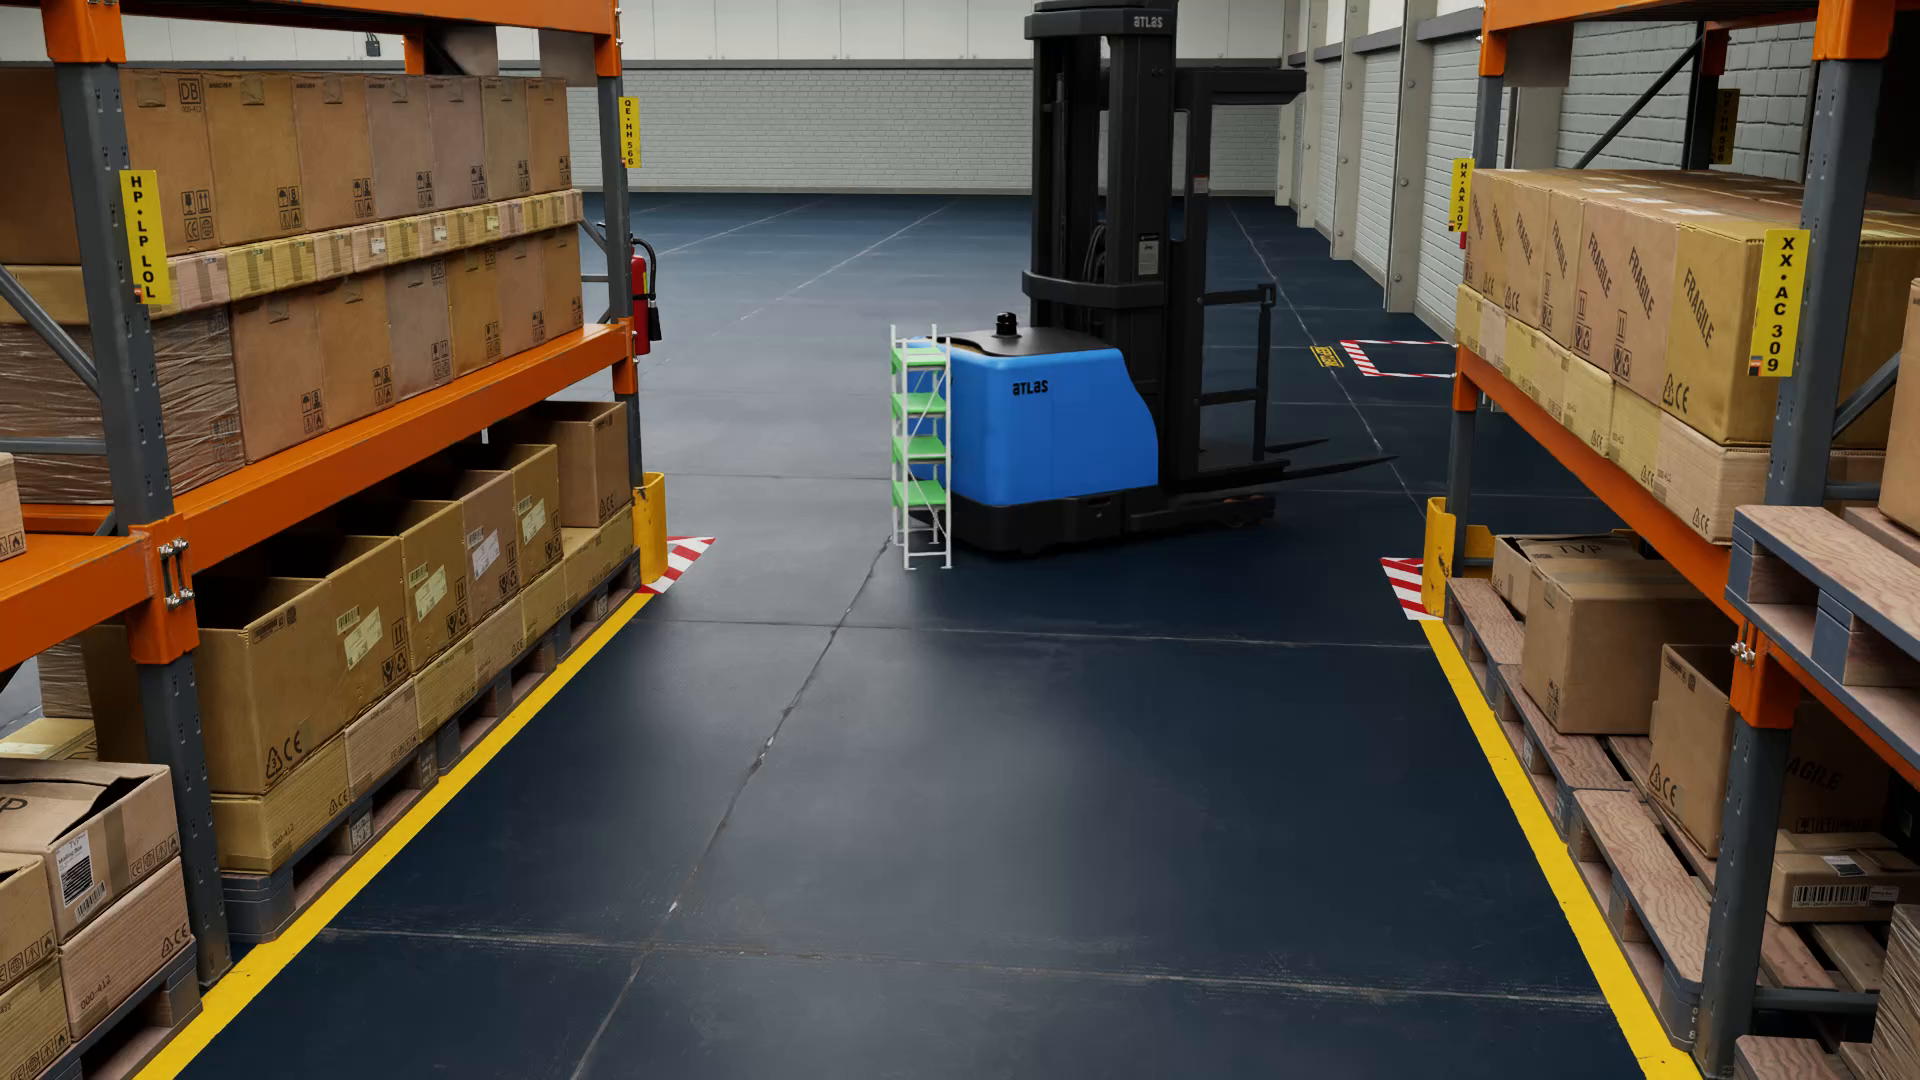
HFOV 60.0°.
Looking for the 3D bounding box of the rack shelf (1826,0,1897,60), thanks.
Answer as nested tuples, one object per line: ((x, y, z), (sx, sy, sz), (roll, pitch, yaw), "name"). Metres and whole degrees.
((2.141, -0.676, 1.548), (1.077, 0.370, 4.000), (2, 15, 6), "rack shelf")

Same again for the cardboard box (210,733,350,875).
((-2.202, 0.774, 5.016), (0.500, 0.250, 0.500), (2, 15, 6), "cardboard box")

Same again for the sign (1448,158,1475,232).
((2.279, -1.566, 7.547), (0.100, 0.325, 0.005), (2, 15, 6), "sign")

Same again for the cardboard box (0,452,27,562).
((-2.568, -0.038, 3.843), (0.500, 0.250, 0.500), (3, 15, 10), "cardboard box")

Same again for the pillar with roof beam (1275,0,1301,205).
((2.706, -11.728, 35.296), (9.100, 9.000, 0.400), (2, 15, 6), "pillar with roof beam")

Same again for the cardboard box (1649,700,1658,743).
((2.567, 0.655, 5.611), (0.380, 0.149, 0.250), (0, 15, 2), "cardboard box")

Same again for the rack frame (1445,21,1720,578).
((2.818, -1.132, 7.601), (1.000, 3.000, 0.127), (2, 15, 6), "rack frame")

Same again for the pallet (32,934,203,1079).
((-2.600, 1.299, 3.953), (1.003, 0.211, 1.213), (2, 15, 6), "pallet")

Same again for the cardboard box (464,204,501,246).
((-2.075, -1.266, 6.662), (0.380, 0.149, 0.250), (2, 15, 8), "cardboard box")

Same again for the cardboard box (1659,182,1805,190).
((2.856, -1.038, 6.067), (0.500, 0.500, 0.500), (1, 15, 5), "cardboard box")

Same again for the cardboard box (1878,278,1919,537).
((2.276, -0.224, 3.209), (0.700, 0.500, 0.500), (2, 15, 6), "cardboard box")

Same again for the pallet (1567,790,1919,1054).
((2.408, 1.077, 4.776), (1.003, 0.211, 1.213), (2, 15, 6), "pallet")

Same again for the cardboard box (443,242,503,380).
((-2.286, -0.939, 6.698), (0.700, 0.500, 0.500), (2, 15, 7), "cardboard box")

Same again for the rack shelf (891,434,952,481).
((-0.206, -0.428, 8.692), (0.258, 0.148, 0.480), (-2, 15, -8), "rack shelf")

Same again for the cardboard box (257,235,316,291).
((-2.249, -0.865, 5.179), (0.380, 0.149, 0.250), (2, 15, 6), "cardboard box")

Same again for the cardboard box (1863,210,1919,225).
((2.690, -0.643, 4.607), (0.500, 0.500, 0.500), (2, 15, 6), "cardboard box")

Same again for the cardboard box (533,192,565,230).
((-1.986, -1.465, 7.401), (0.380, 0.149, 0.250), (2, 15, 8), "cardboard box")

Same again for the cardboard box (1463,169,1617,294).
((2.466, -1.316, 7.095), (0.500, 0.500, 0.500), (2, 15, 6), "cardboard box")

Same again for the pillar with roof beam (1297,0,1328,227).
((2.029, -10.172, 29.541), (9.100, 9.000, 0.400), (2, 15, 6), "pillar with roof beam")

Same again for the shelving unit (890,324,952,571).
((-0.206, -0.490, 8.675), (0.258, 1.200, 0.503), (-2, 15, -8), "shelving unit")

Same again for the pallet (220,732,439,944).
((-2.424, 0.902, 5.422), (1.003, 0.211, 1.213), (2, 15, 6), "pallet")

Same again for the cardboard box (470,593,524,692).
((-2.028, 0.385, 6.454), (0.500, 0.250, 0.500), (2, 15, 6), "cardboard box")

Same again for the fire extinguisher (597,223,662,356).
((-1.629, -1.256, 8.210), (0.296, 0.674, 0.183), (2, 15, 6), "fire extinguisher")

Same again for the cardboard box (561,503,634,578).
((-1.871, -0.004, 7.894), (0.500, 0.250, 0.500), (2, 15, 6), "cardboard box")

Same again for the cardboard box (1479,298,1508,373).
((2.403, -0.817, 6.685), (0.500, 0.250, 0.500), (1, 15, 5), "cardboard box")

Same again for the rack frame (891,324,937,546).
((-0.243, -0.553, 8.908), (0.240, 1.200, 0.015), (-2, 15, -8), "rack frame")

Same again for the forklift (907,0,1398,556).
((1.217, -1.592, 9.434), (3.031, 2.935, 1.130), (-9, 17, -29), "forklift")

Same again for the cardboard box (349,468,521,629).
((-2.025, 0.023, 6.356), (0.500, 0.500, 0.500), (2, 15, 6), "cardboard box")

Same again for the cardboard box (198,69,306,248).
((-2.456, -1.160, 5.029), (0.700, 0.500, 0.500), (2, 15, 6), "cardboard box")

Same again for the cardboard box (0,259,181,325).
((-2.333, -0.665, 4.439), (0.380, 0.149, 0.250), (2, 15, 6), "cardboard box")

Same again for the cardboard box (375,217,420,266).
((-2.162, -1.066, 5.925), (0.380, 0.149, 0.250), (2, 15, 6), "cardboard box")

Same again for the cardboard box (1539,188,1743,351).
((2.289, -0.920, 5.631), (0.500, 0.500, 0.500), (2, 15, 8), "cardboard box")

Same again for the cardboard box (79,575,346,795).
((-2.192, 0.412, 4.917), (0.500, 0.500, 0.500), (2, 15, 6), "cardboard box")

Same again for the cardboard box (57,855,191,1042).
((-2.314, 1.001, 4.175), (0.500, 0.250, 0.500), (2, 15, 6), "cardboard box")

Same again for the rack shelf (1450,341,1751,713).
((2.593, -0.266, 5.776), (1.077, 0.370, 4.000), (2, 15, 6), "rack shelf")

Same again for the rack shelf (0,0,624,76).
((-2.330, -1.859, 5.921), (1.077, 0.370, 4.000), (2, 15, 6), "rack shelf")

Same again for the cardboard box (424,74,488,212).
((-2.286, -1.549, 6.469), (0.700, 0.500, 0.500), (2, 15, 6), "cardboard box")

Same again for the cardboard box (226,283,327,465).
((-2.459, -0.540, 5.220), (0.700, 0.500, 0.500), (2, 15, 6), "cardboard box")

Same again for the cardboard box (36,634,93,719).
((-2.652, 0.267, 5.453), (0.500, 0.500, 0.500), (2, 15, 6), "cardboard box")

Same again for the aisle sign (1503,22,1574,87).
((2.528, -2.414, 7.363), (0.394, 0.787, 0.004), (2, 15, 6), "aisle sign")

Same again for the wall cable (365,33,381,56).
((-13.237, -14.612, 39.447), (2.305, 6.003, 0.169), (2, 15, 6), "wall cable")

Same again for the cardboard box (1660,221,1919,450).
((2.113, -0.525, 4.170), (0.500, 0.500, 0.500), (2, 15, 6), "cardboard box")

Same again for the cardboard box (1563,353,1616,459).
((2.225, -0.423, 5.230), (0.500, 0.250, 0.500), (2, 15, 6), "cardboard box")
